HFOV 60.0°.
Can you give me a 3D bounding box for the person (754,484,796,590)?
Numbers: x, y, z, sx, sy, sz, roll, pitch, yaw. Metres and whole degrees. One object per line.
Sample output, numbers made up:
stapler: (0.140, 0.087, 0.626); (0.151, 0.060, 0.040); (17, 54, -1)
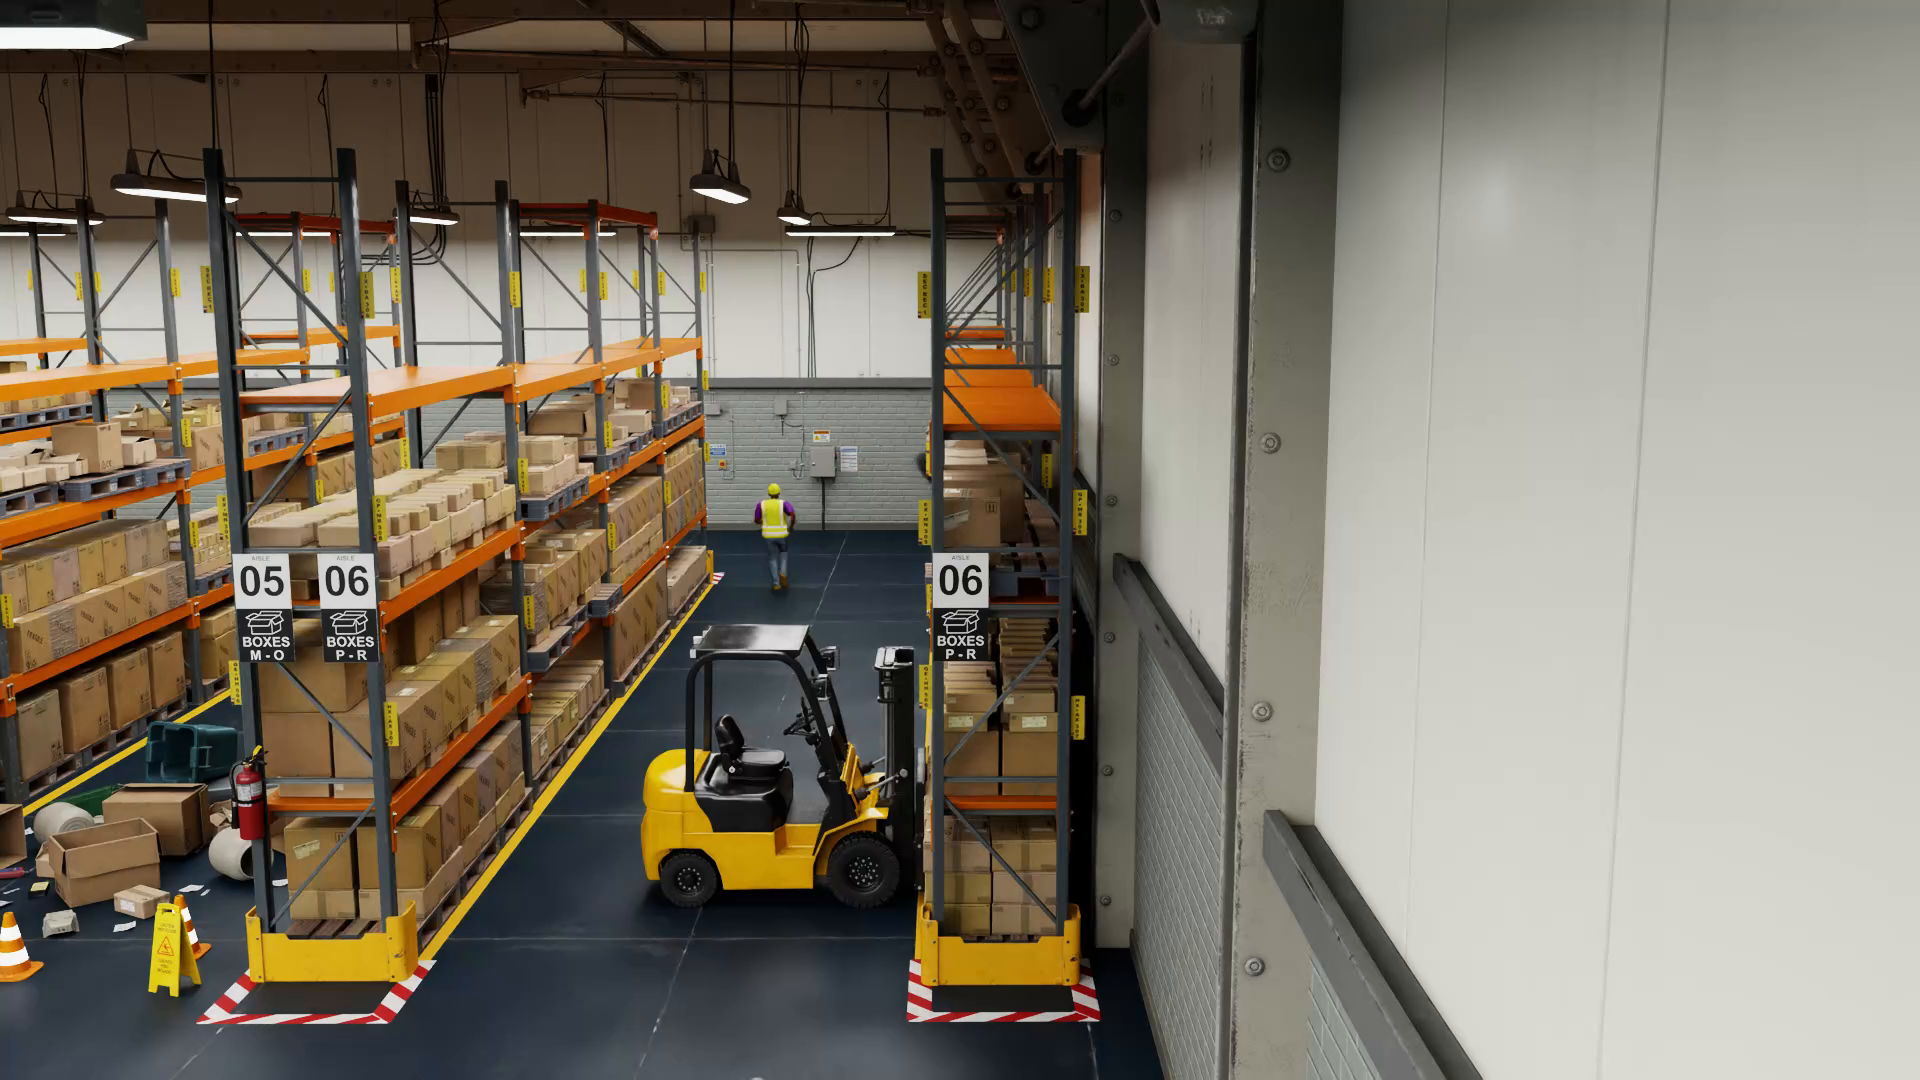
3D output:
person: (-3.018, -0.047, 27.188); (0.681, 1.761, 0.744); (-1, 9, -6)
